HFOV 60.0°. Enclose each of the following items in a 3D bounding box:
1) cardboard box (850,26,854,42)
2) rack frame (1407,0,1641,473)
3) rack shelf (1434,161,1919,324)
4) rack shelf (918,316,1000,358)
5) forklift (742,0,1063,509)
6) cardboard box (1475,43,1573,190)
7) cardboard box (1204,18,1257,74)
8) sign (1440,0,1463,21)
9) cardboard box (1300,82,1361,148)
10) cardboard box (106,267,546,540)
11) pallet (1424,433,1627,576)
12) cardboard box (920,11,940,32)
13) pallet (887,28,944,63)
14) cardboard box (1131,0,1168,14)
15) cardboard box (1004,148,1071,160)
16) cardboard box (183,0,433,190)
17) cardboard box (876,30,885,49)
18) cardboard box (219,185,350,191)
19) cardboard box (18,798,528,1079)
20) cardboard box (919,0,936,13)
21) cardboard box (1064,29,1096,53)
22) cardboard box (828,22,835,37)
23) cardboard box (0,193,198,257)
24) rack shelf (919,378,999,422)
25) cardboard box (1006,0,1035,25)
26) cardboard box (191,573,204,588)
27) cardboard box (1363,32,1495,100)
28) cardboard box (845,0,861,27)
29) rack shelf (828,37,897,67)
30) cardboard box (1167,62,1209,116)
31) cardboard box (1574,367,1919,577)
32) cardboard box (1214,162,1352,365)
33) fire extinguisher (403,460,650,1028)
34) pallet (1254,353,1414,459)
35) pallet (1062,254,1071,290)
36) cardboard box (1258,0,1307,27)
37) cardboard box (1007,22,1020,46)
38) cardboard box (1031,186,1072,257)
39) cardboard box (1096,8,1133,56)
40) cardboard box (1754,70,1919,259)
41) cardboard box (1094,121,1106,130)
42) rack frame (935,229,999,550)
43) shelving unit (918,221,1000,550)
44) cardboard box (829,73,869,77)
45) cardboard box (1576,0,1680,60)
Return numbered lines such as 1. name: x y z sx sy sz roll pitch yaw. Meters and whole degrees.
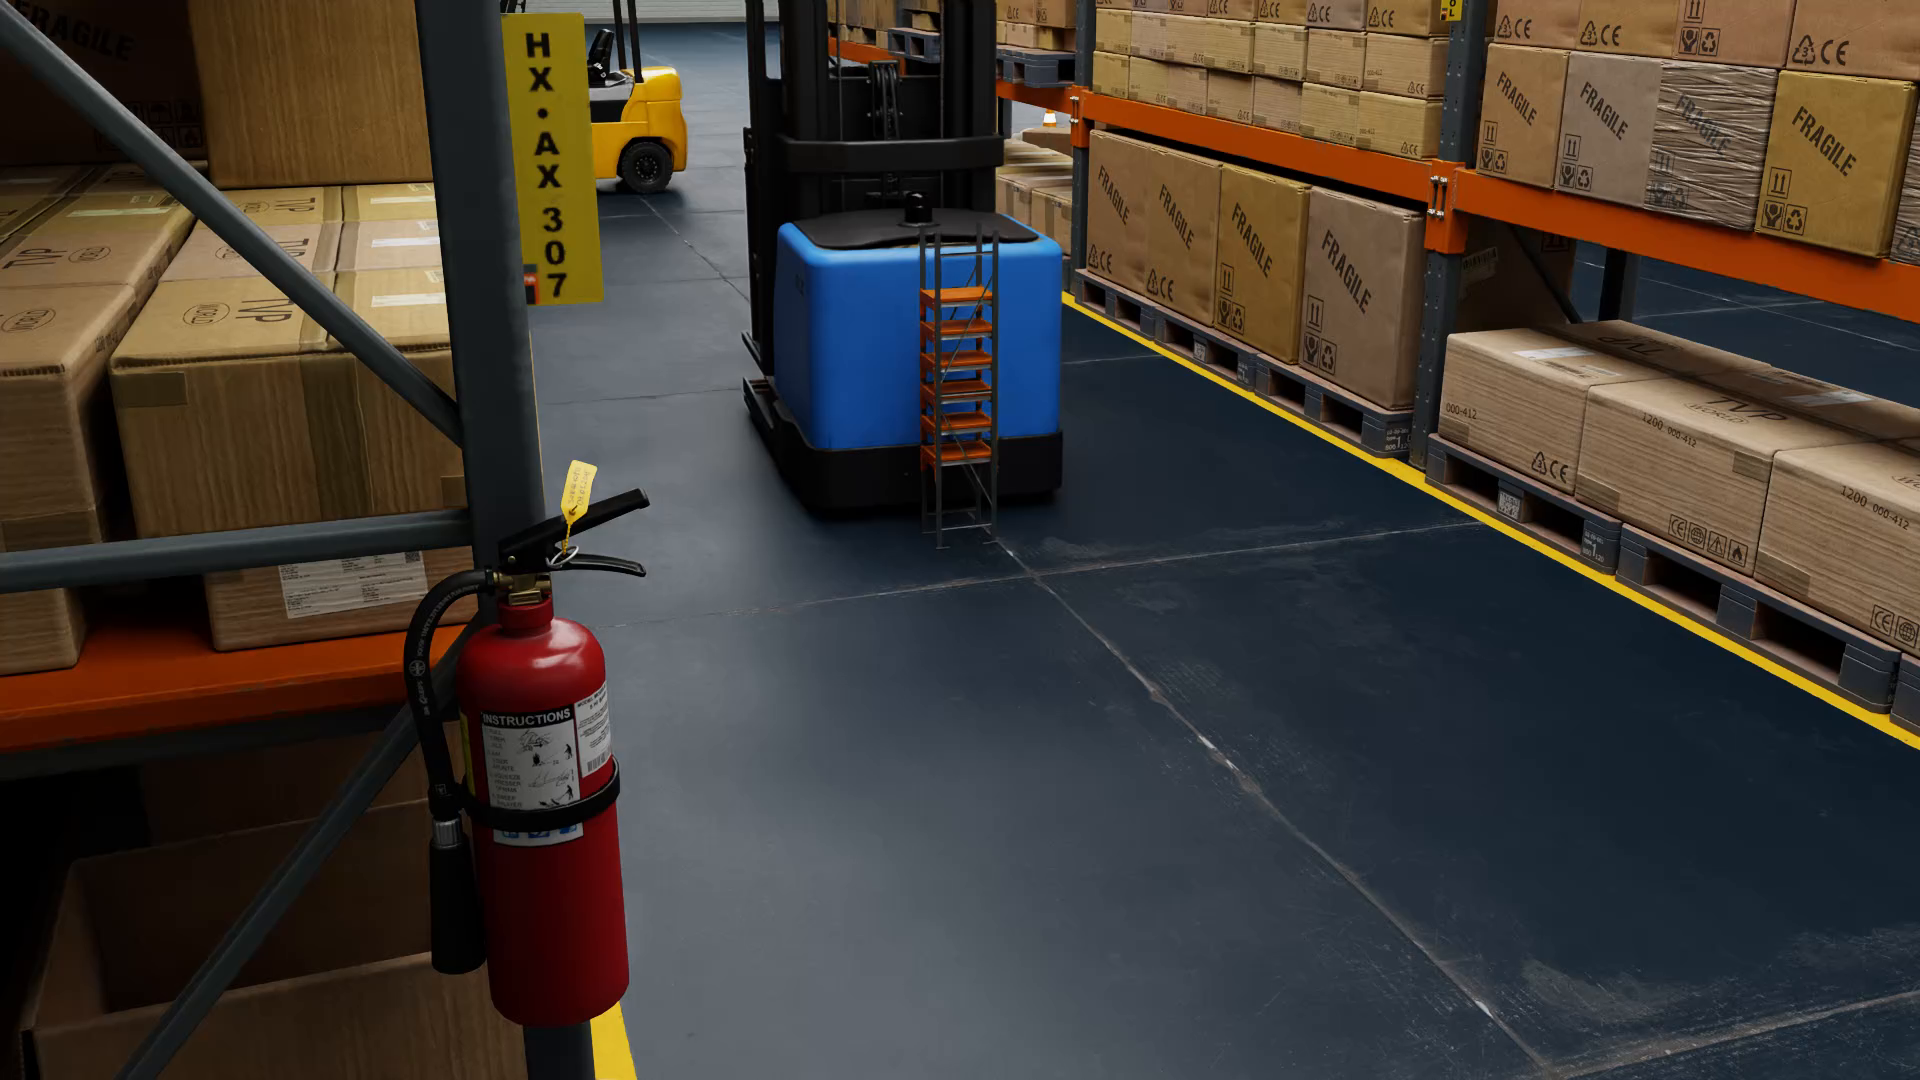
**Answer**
1. cardboard box: -0.809 -4.708 15.458 0.380 0.149 0.250 -7 21 -18
2. rack frame: 2.471 -1.777 6.927 1.000 3.000 0.127 -6 21 -17
3. rack shelf: 3.099 -0.797 5.262 1.077 0.370 4.000 -6 21 -17
4. rack shelf: -0.005 -0.753 6.160 0.258 0.103 0.180 -6 21 -17
5. forklift: -0.440 -1.966 7.555 1.130 2.935 3.031 -5 20 -13
6. cardboard box: 2.369 -1.646 6.413 0.500 0.500 0.500 -6 21 -15
7. cardboard box: 1.591 -2.545 8.548 0.500 0.250 0.500 -6 21 -16
8. sign: 1.958 -2.224 6.575 0.100 0.325 0.005 -6 21 -17
9. cardboard box: 1.931 -1.987 7.734 0.500 0.250 0.500 -7 21 -18
10. cardboard box: -0.870 -0.209 2.342 0.500 0.250 0.500 -6 21 -17
11. pallet: 2.635 -0.212 6.696 1.003 0.211 1.213 -6 21 -17
12. cardboard box: -0.100 -4.132 13.233 0.380 0.149 0.250 -6 21 -16
13. pallet: 0.058 -3.993 13.381 1.003 0.211 1.213 -6 21 -17
14. cardboard box: 1.301 -3.236 9.361 0.500 0.500 0.500 -6 21 -17
15. cardboard box: 0.352 -2.907 13.338 0.950 0.372 0.625 -5 20 -14
16. cardboard box: -1.342 -1.043 3.555 0.500 0.500 0.500 -6 21 -16
17. cardboard box: -0.519 -4.376 14.535 0.380 0.149 0.250 -6 21 -16
18. cardboard box: -1.372 -0.694 3.694 0.500 0.250 0.500 -7 21 -19
19. cardboard box: -1.085 0.806 2.807 0.797 0.503 0.637 -7 21 -19
20. cardboard box: -0.011 -4.387 12.985 0.500 0.500 0.500 -6 21 -17
21. cardboard box: 0.887 -3.220 10.695 0.380 0.149 0.250 -6 21 -15
22. cardboard box: -1.142 -5.040 16.382 0.380 0.149 0.250 -6 21 -16
23. cardboard box: -1.692 -0.479 3.094 0.500 0.250 0.500 -6 21 -15
24. rack shelf: -0.005 -0.528 6.242 0.258 0.103 0.180 -6 21 -17
25. cardboard box: 0.634 -3.727 11.145 0.500 0.500 0.500 -7 21 -18
26. cardboard box: -0.950 -0.058 2.512 0.380 0.149 0.250 -6 21 -16
27. cardboard box: 2.101 -2.057 7.190 0.500 0.250 0.500 -6 21 -17
28. cardboard box: -0.755 -4.978 15.251 0.500 0.500 0.500 -6 21 -16
29. rack shelf: -0.673 -4.648 15.983 1.077 0.370 4.000 -6 21 -17
30. cardboard box: 1.466 -2.475 9.090 0.500 0.250 0.500 -6 21 -15
31. cardboard box: 2.848 -0.269 5.897 0.875 0.438 0.875 -7 21 -19
32. cardboard box: 1.908 -1.454 8.550 0.875 0.875 0.875 -6 21 -16
33. fire extinguisher: -0.498 0.245 1.963 0.296 0.674 0.183 -6 21 -17
34. pallet: 2.156 -0.704 8.065 1.003 0.211 1.213 -6 21 -17
35. pallet: 0.969 -1.999 11.671 1.003 0.211 1.213 -6 21 -17
36. cardboard box: 1.781 -2.741 7.985 0.500 0.500 0.500 -6 21 -16
37. cardboard box: 0.541 -3.456 11.353 0.380 0.149 0.250 -7 21 -20
38. cardboard box: 1.045 -2.204 11.382 0.950 0.372 0.625 -8 21 -21
39. cardboard box: 1.138 -3.037 9.916 0.500 0.250 0.500 -7 21 -18
40. cardboard box: 2.836 -1.158 5.056 0.500 0.500 0.500 -6 21 -16
41. cardboard box: 1.654 -4.158 17.250 0.637 0.503 0.797 12 23 30
42. rack frame: 0.024 -0.540 6.145 0.240 1.200 0.006 -6 21 -17
43. shelving unit: -0.005 -0.569 6.227 0.258 1.200 0.189 -6 21 -17
44. cardboard box: -0.984 -4.260 16.175 0.500 0.500 0.500 -6 21 -16
45. cardboard box: 2.543 -1.953 5.791 0.500 0.500 0.500 -7 21 -18
